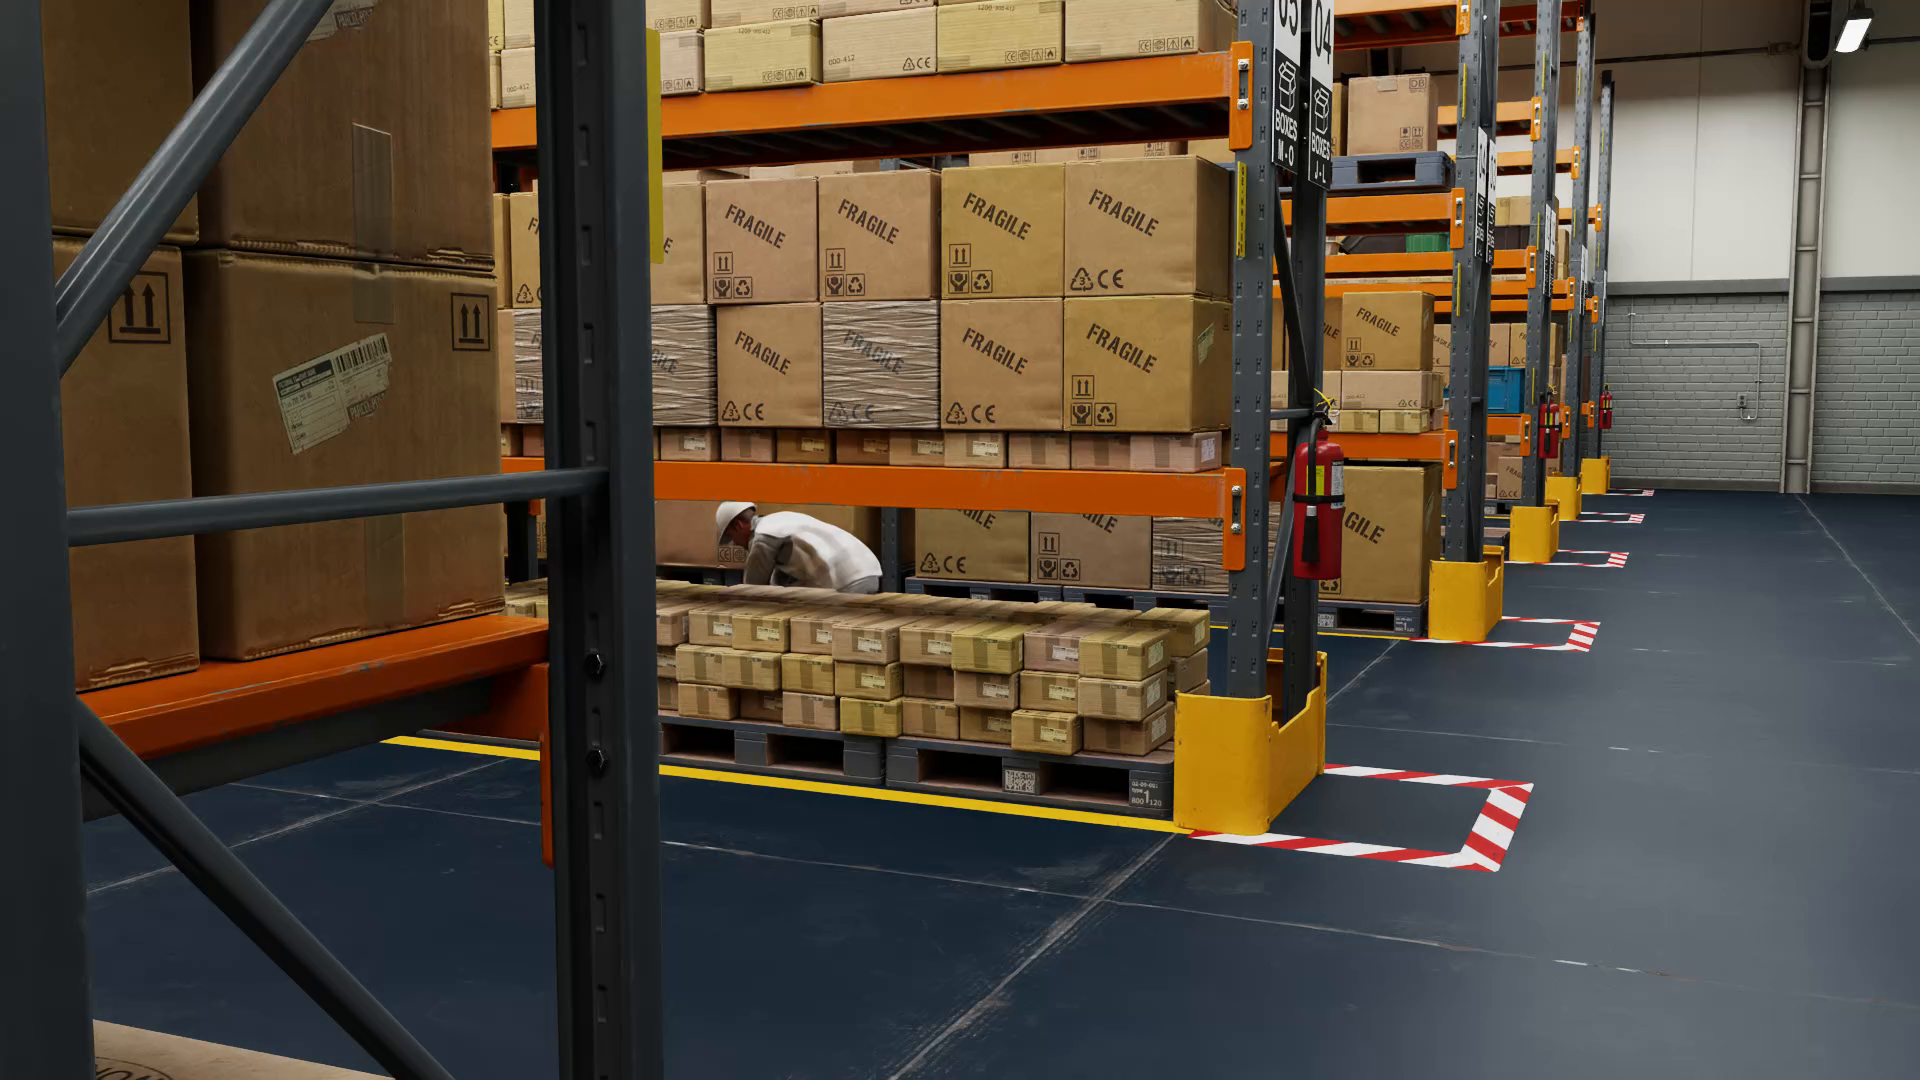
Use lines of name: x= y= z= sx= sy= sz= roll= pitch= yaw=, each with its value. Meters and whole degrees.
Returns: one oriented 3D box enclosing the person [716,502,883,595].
person: x=-0.899 y=0.271 z=9.129 sx=0.929 sy=1.004 sz=0.511 roll=2 pitch=6 yaw=22
